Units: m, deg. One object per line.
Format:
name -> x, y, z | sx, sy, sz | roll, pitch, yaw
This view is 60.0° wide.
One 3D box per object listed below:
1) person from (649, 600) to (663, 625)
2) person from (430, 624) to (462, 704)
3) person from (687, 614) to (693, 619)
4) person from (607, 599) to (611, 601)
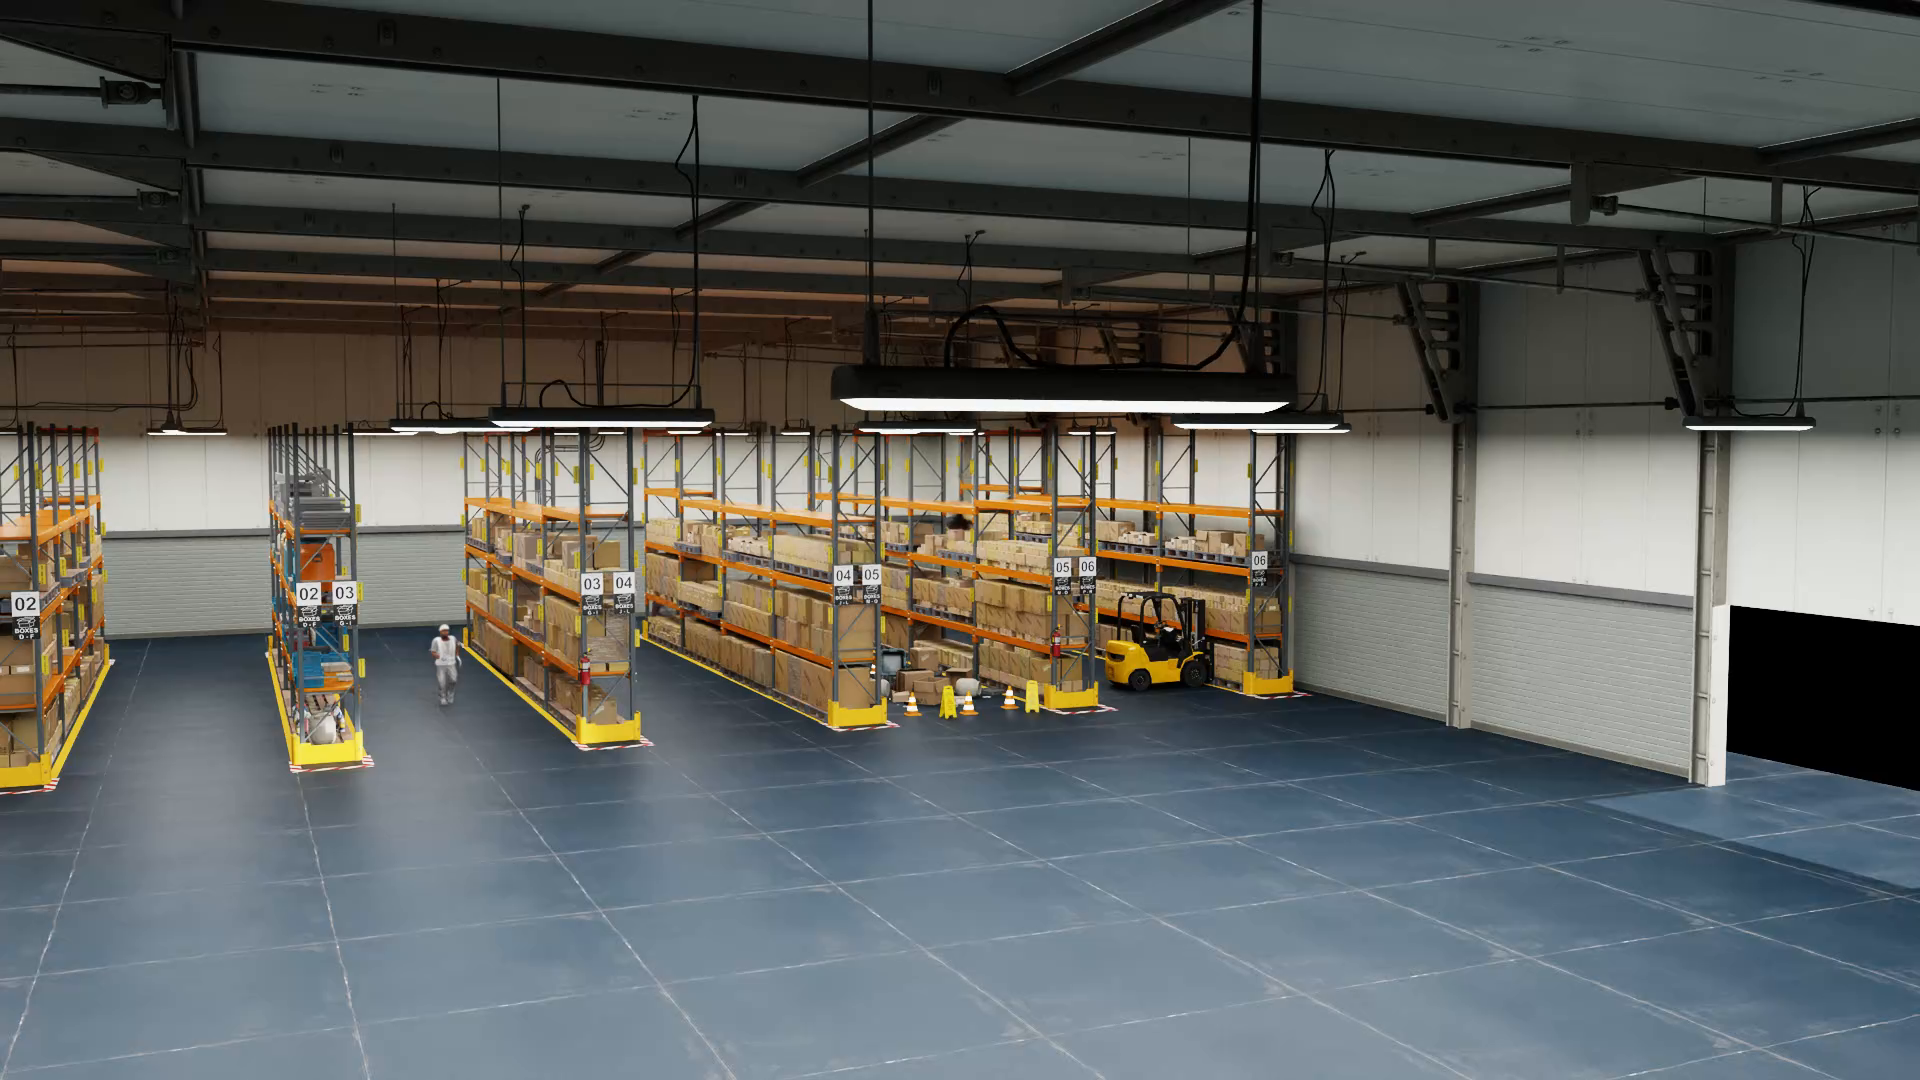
person -> -8.919, 1.877, 49.131 | 0.872, 1.703, 0.732 | -2, 4, -35
person -> -10.962, 2.663, 35.521 | 0.667, 1.734, 0.738 | -2, 4, -30
person -> -7.859, 1.868, 49.135 | 0.974, 1.698, 0.733 | 2, 4, 32
person -> -10.263, 2.019, 47.329 | 0.736, 1.657, 0.747 | 0, 3, 1
